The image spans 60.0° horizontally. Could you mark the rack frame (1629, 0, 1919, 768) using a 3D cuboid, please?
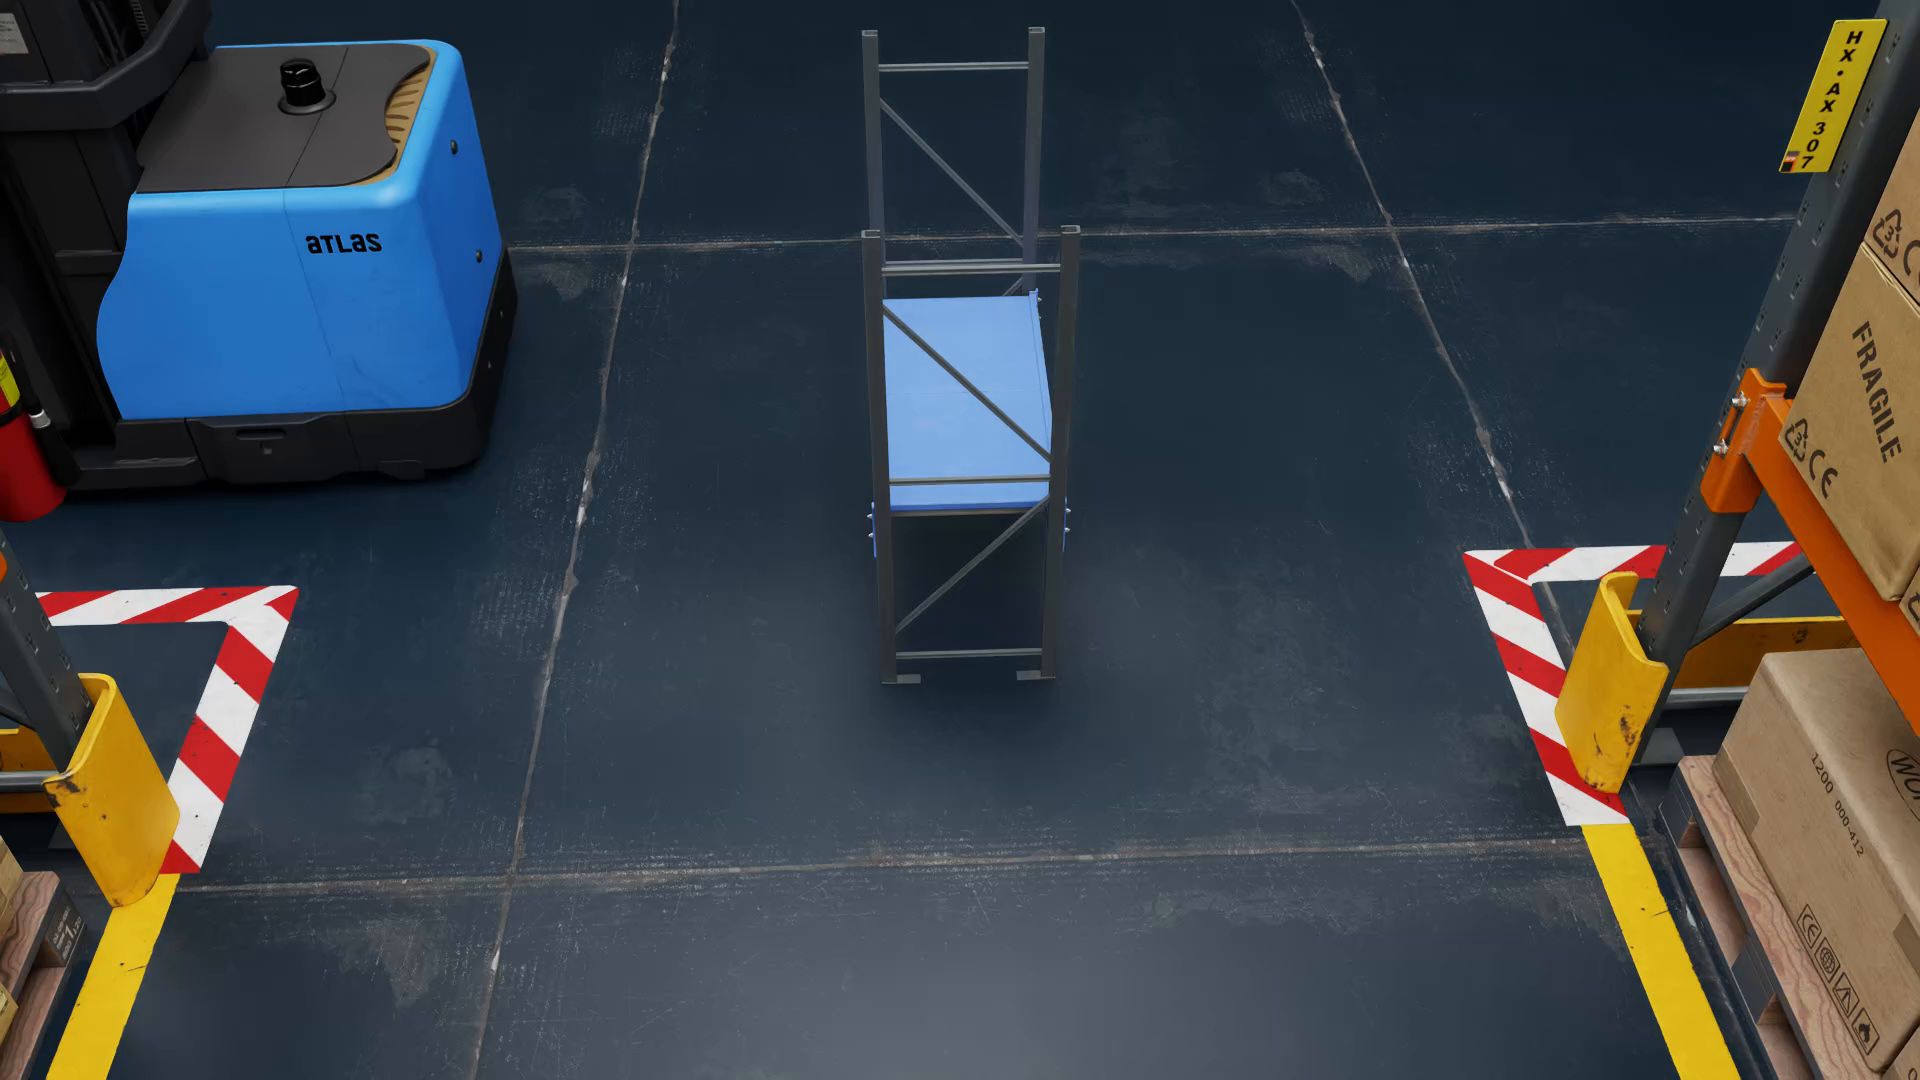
[{"bbox_3d":[2.274,-0.535,3.614,1.000,3.000,0.127,-2,43,-2],"label":"rack frame"}]

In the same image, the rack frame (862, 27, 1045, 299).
[{"bbox_3d":[-0.018,-0.838,5.055,0.500,1.500,0.032,-2,43,-2],"label":"rack frame"}]

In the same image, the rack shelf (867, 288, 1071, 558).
[{"bbox_3d":[0.004,-0.363,4.802,0.538,0.185,1.000,-2,43,-2],"label":"rack shelf"}]

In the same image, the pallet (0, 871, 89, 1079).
[{"bbox_3d":[-2.665,1.304,3.671,1.003,0.211,1.213,-2,43,-2],"label":"pallet"}]

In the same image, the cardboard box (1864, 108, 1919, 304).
[{"bbox_3d":[2.010,-0.608,2.879,0.500,0.500,0.500,-3,43,-3],"label":"cardboard box"}]

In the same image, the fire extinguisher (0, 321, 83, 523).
[{"bbox_3d":[-2.217,-0.342,3.736,0.296,0.674,0.183,-2,43,-2],"label":"fire extinguisher"}]

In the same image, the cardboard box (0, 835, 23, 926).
[{"bbox_3d":[-2.360,0.810,3.725,0.380,0.149,0.250,-3,43,-3],"label":"cardboard box"}]

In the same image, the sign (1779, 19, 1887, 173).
[{"bbox_3d":[1.719,-0.871,3.281,0.100,0.325,0.005,-2,43,-2],"label":"sign"}]

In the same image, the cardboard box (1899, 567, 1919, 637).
[{"bbox_3d":[2.057,0.101,2.846,0.500,0.500,0.500,-2,43,-2],"label":"cardboard box"}]

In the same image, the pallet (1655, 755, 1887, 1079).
[{"bbox_3d":[2.386,1.031,3.969,1.003,0.211,1.213,-2,43,-2],"label":"pallet"}]

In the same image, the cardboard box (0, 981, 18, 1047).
[{"bbox_3d":[-2.324,1.092,3.638,0.380,0.149,0.250,0,43,0],"label":"cardboard box"}]

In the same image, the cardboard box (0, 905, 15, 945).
[{"bbox_3d":[-2.436,0.921,3.824,0.380,0.149,0.250,-1,43,-1],"label":"cardboard box"}]

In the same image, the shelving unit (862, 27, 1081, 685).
[{"bbox_3d":[0.004,-0.495,4.680,0.538,1.500,1.048,-2,43,-2],"label":"shelving unit"}]

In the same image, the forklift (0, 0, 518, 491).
[{"bbox_3d":[-3.104,-1.550,4.772,3.031,2.935,1.130,-3,43,-3],"label":"forklift"}]

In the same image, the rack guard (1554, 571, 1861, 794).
[{"bbox_3d":[2.273,0.370,4.476,1.175,0.500,0.348,-2,43,-2],"label":"rack guard"}]

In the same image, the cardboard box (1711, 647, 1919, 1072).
[{"bbox_3d":[2.402,0.698,3.854,0.875,0.438,0.875,-3,43,-3],"label":"cardboard box"}]

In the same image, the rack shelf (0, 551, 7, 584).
[{"bbox_3d":[-2.582,1.291,2.154,1.077,0.370,4.000,-2,43,-2],"label":"rack shelf"}]

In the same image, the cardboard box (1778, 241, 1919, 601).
[{"bbox_3d":[2.008,-0.239,3.217,0.500,0.500,0.500,-2,43,-2],"label":"cardboard box"}]

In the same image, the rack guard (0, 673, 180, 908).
[{"bbox_3d":[-2.664,0.648,4.173,1.175,0.500,0.348,-2,43,-2],"label":"rack guard"}]

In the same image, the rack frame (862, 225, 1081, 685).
[{"bbox_3d":[0.025,-0.152,4.306,0.500,1.500,0.032,-2,43,-2],"label":"rack frame"}]

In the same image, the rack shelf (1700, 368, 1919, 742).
[{"bbox_3d":[2.359,1.081,2.384,1.077,0.370,4.000,-2,43,-2],"label":"rack shelf"}]

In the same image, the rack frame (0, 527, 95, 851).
[{"bbox_3d":[-2.667,-0.325,3.384,1.000,3.000,0.127,-2,43,-2],"label":"rack frame"}]
